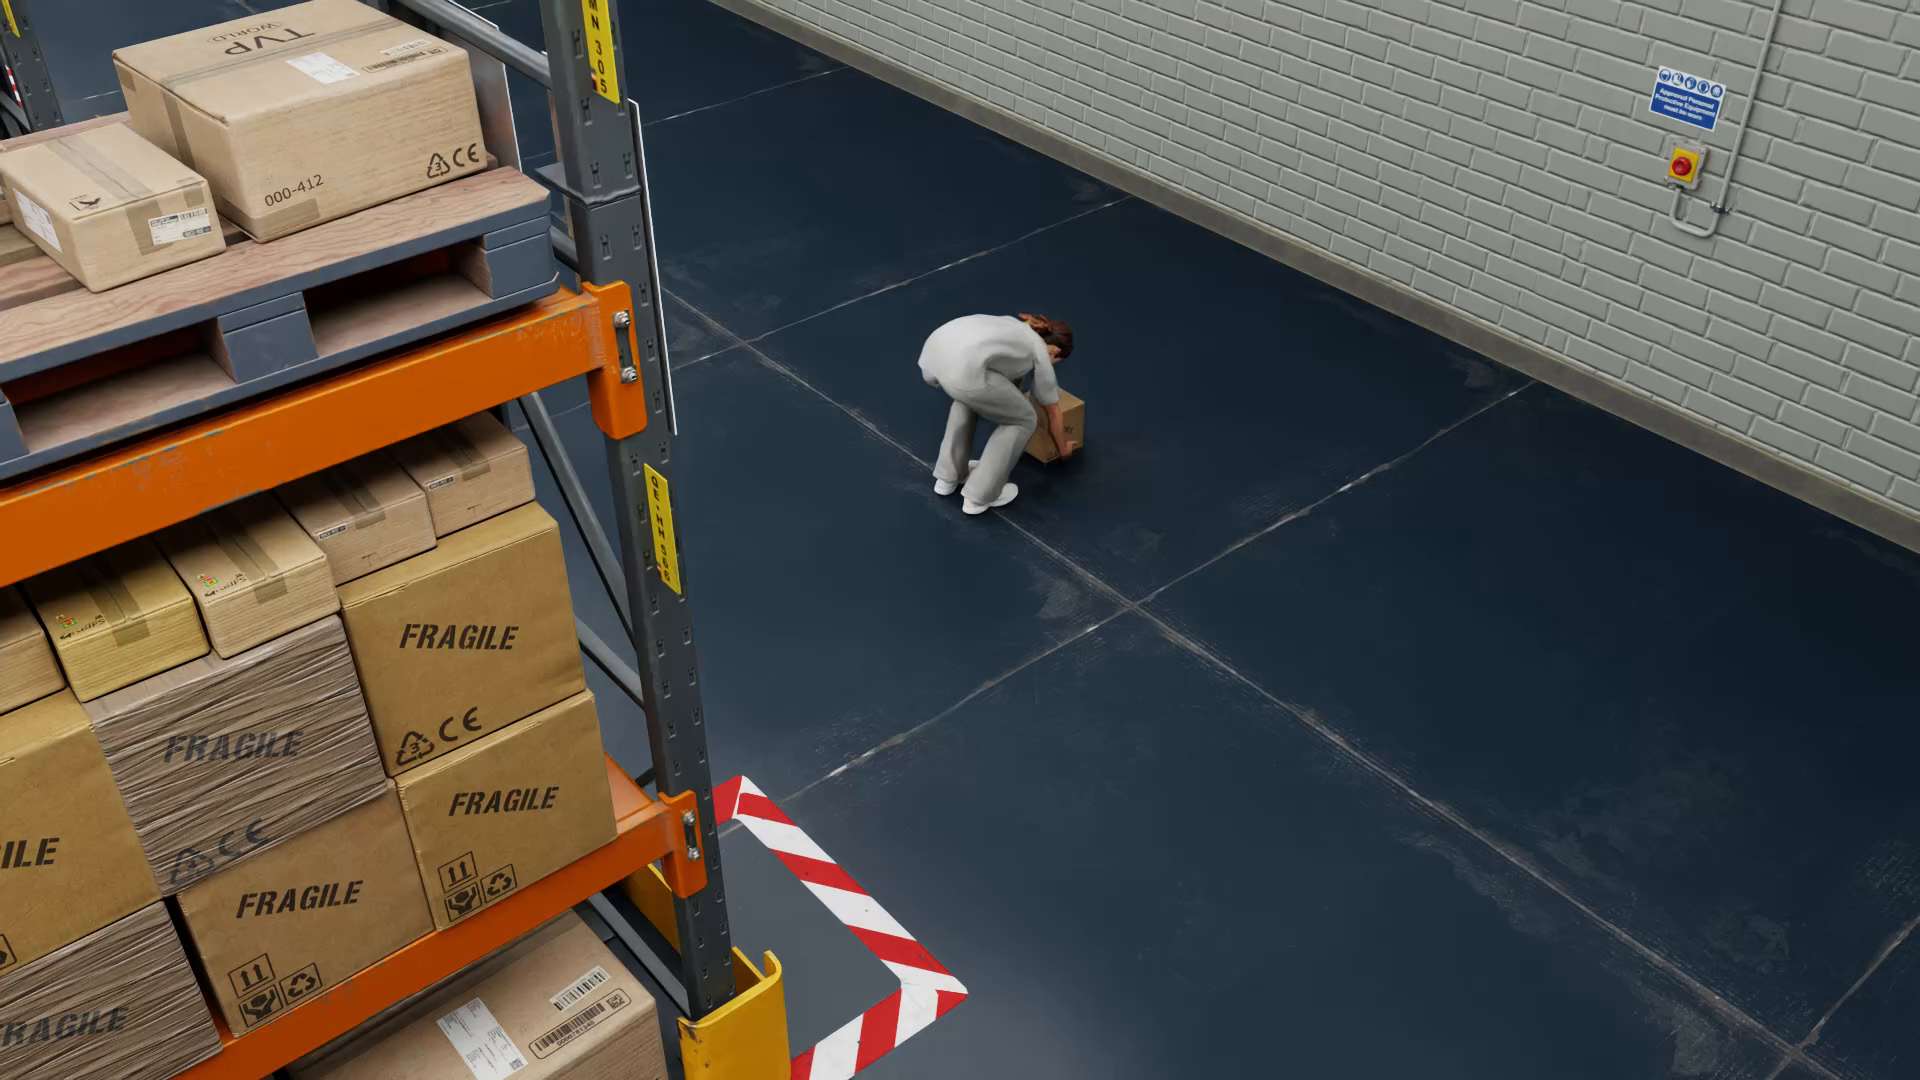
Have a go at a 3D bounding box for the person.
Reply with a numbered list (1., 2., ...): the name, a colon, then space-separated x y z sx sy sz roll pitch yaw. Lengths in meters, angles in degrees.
1. person: 0.191 -0.658 7.692 0.851 0.921 0.467 -29 45 -33
